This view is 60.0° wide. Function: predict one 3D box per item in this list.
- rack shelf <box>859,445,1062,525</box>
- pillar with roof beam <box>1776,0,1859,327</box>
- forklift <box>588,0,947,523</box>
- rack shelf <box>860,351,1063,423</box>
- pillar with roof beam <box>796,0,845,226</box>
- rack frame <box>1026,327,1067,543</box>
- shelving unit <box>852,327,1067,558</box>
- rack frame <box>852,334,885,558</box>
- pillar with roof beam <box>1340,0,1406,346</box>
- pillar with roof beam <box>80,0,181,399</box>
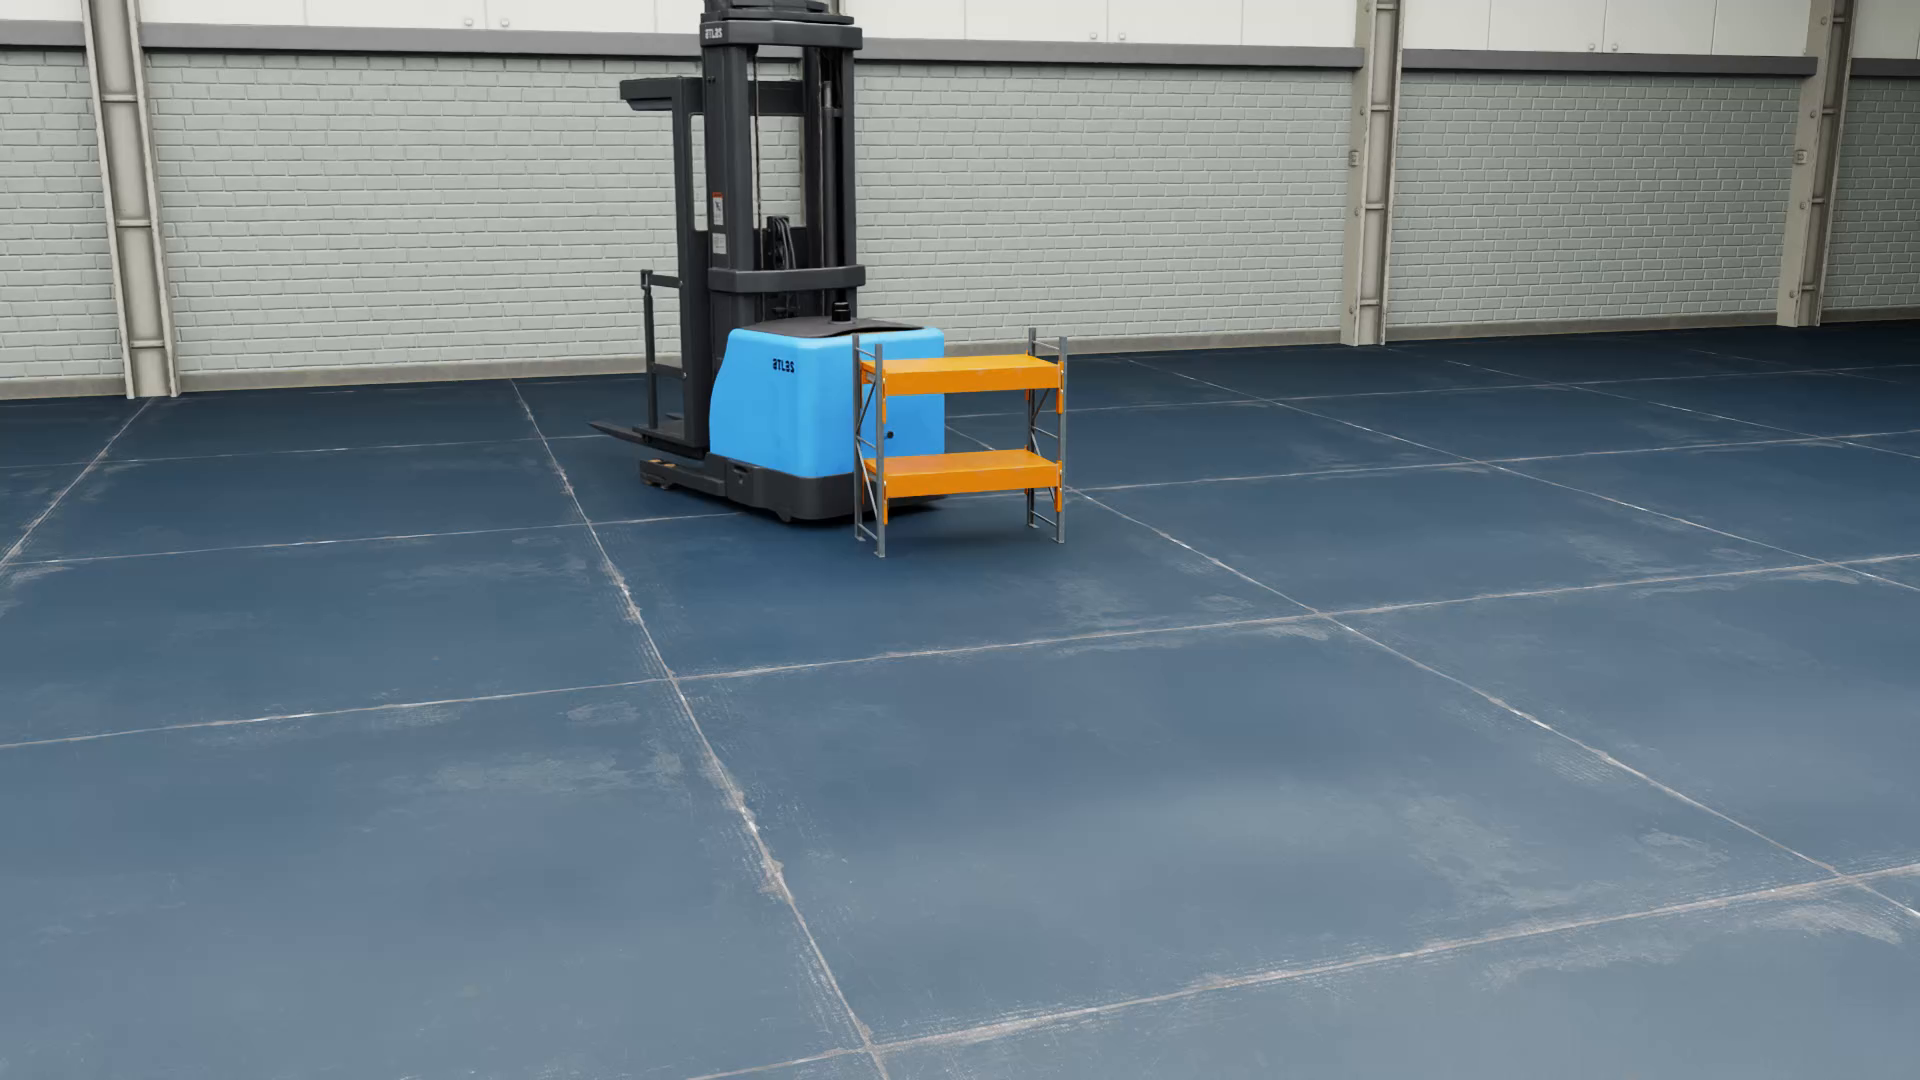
[{"bbox_3d":[-0.006,-0.309,9.067,1.000,0.278,0.538,-4,14,-18],"label":"rack shelf"},{"bbox_3d":[11.446,-6.019,15.000,0.400,9.000,9.100,-4,14,-18],"label":"pillar with roof beam"},{"bbox_3d":[-1.394,-1.806,10.404,1.130,2.935,3.031,-11,17,-38],"label":"forklift"},{"bbox_3d":[-0.006,-0.831,8.943,1.000,0.278,0.538,-4,14,-18],"label":"rack shelf"},{"bbox_3d":[0.073,-5.133,11.276,0.400,9.000,9.100,-4,14,-18],"label":"pillar with roof beam"},{"bbox_3d":[0.475,-0.584,9.168,0.032,1.125,0.500,-4,14,-18],"label":"rack frame"},{"bbox_3d":[-0.006,-0.547,9.011,1.048,1.125,0.538,-4,14,-18],"label":"shelving unit"},{"bbox_3d":[-0.488,-0.509,8.853,0.032,1.125,0.500,-4,14,-18],"label":"rack frame"},{"bbox_3d":[5.759,-5.576,13.138,0.400,9.000,9.100,-4,14,-18],"label":"pillar with roof beam"},{"bbox_3d":[-5.614,-4.690,9.415,0.400,9.000,9.100,-4,14,-18],"label":"pillar with roof beam"}]
